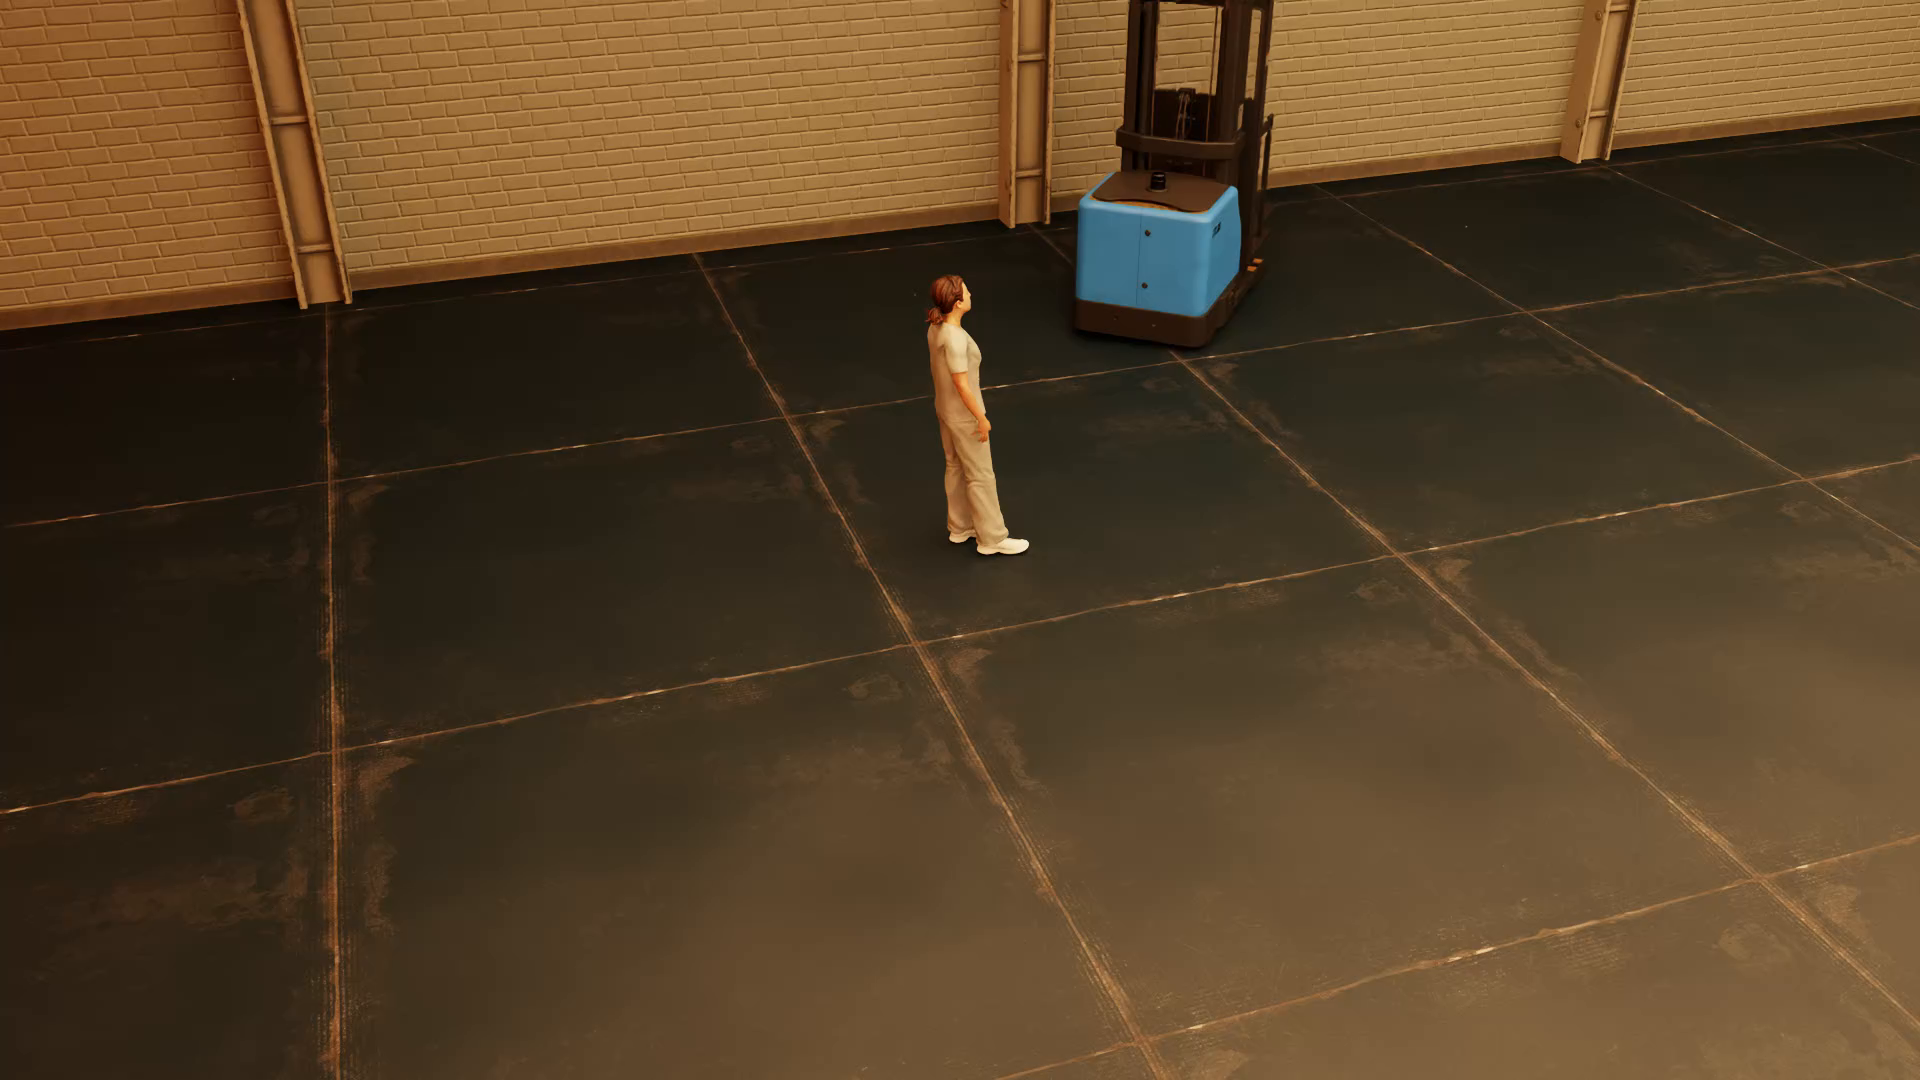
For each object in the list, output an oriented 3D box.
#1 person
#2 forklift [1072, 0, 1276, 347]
[{"bbox_3d":[0.074,-0.738,9.614,0.549,1.675,0.550,-10,31,-16],"label":"person"},{"bbox_3d":[1.897,-3.422,13.034,1.130,2.935,3.031,12,32,20],"label":"forklift"}]
